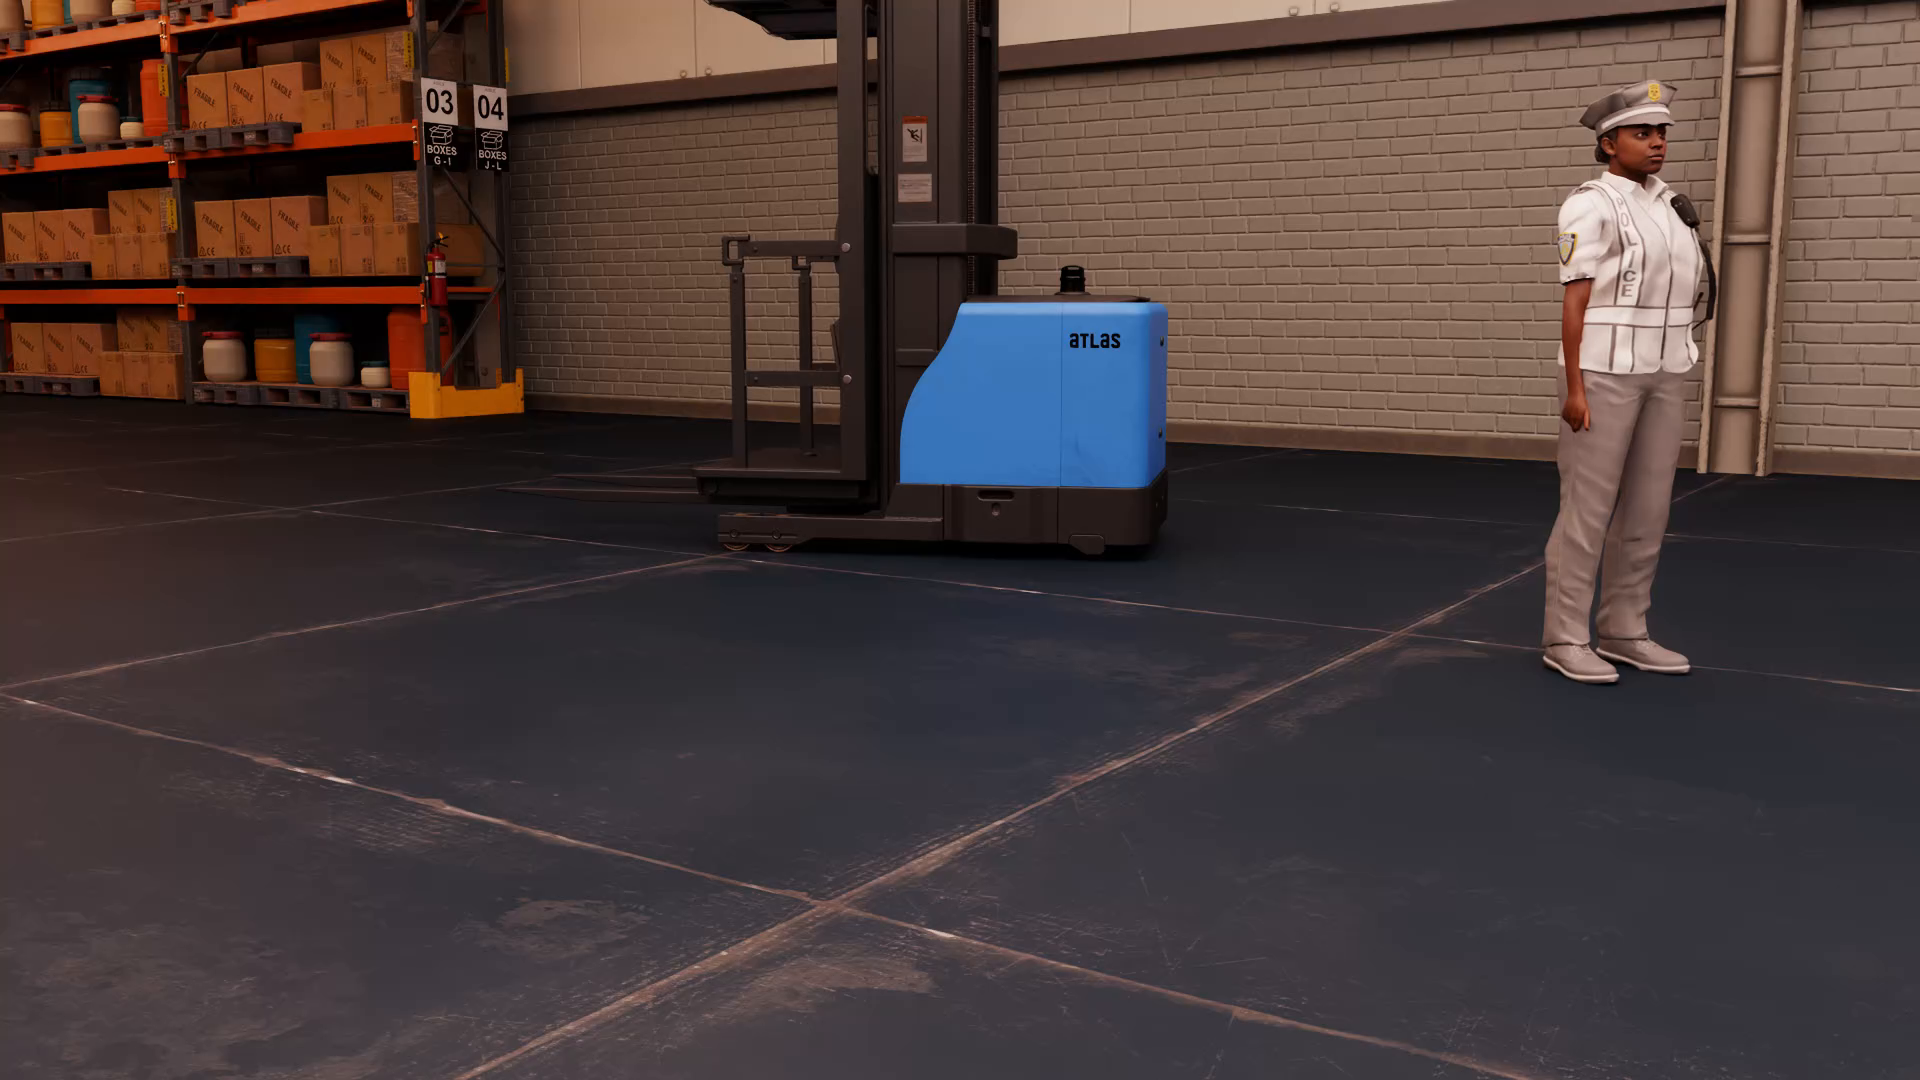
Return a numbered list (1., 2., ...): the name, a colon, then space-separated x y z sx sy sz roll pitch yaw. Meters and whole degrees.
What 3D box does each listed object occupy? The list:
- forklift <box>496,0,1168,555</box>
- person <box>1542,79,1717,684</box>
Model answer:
1. forklift: -0.596 -1.469 7.520 3.031 2.935 1.130 2 8 12
2. person: 1.922 -0.451 4.802 0.441 1.688 0.337 -4 9 -26
